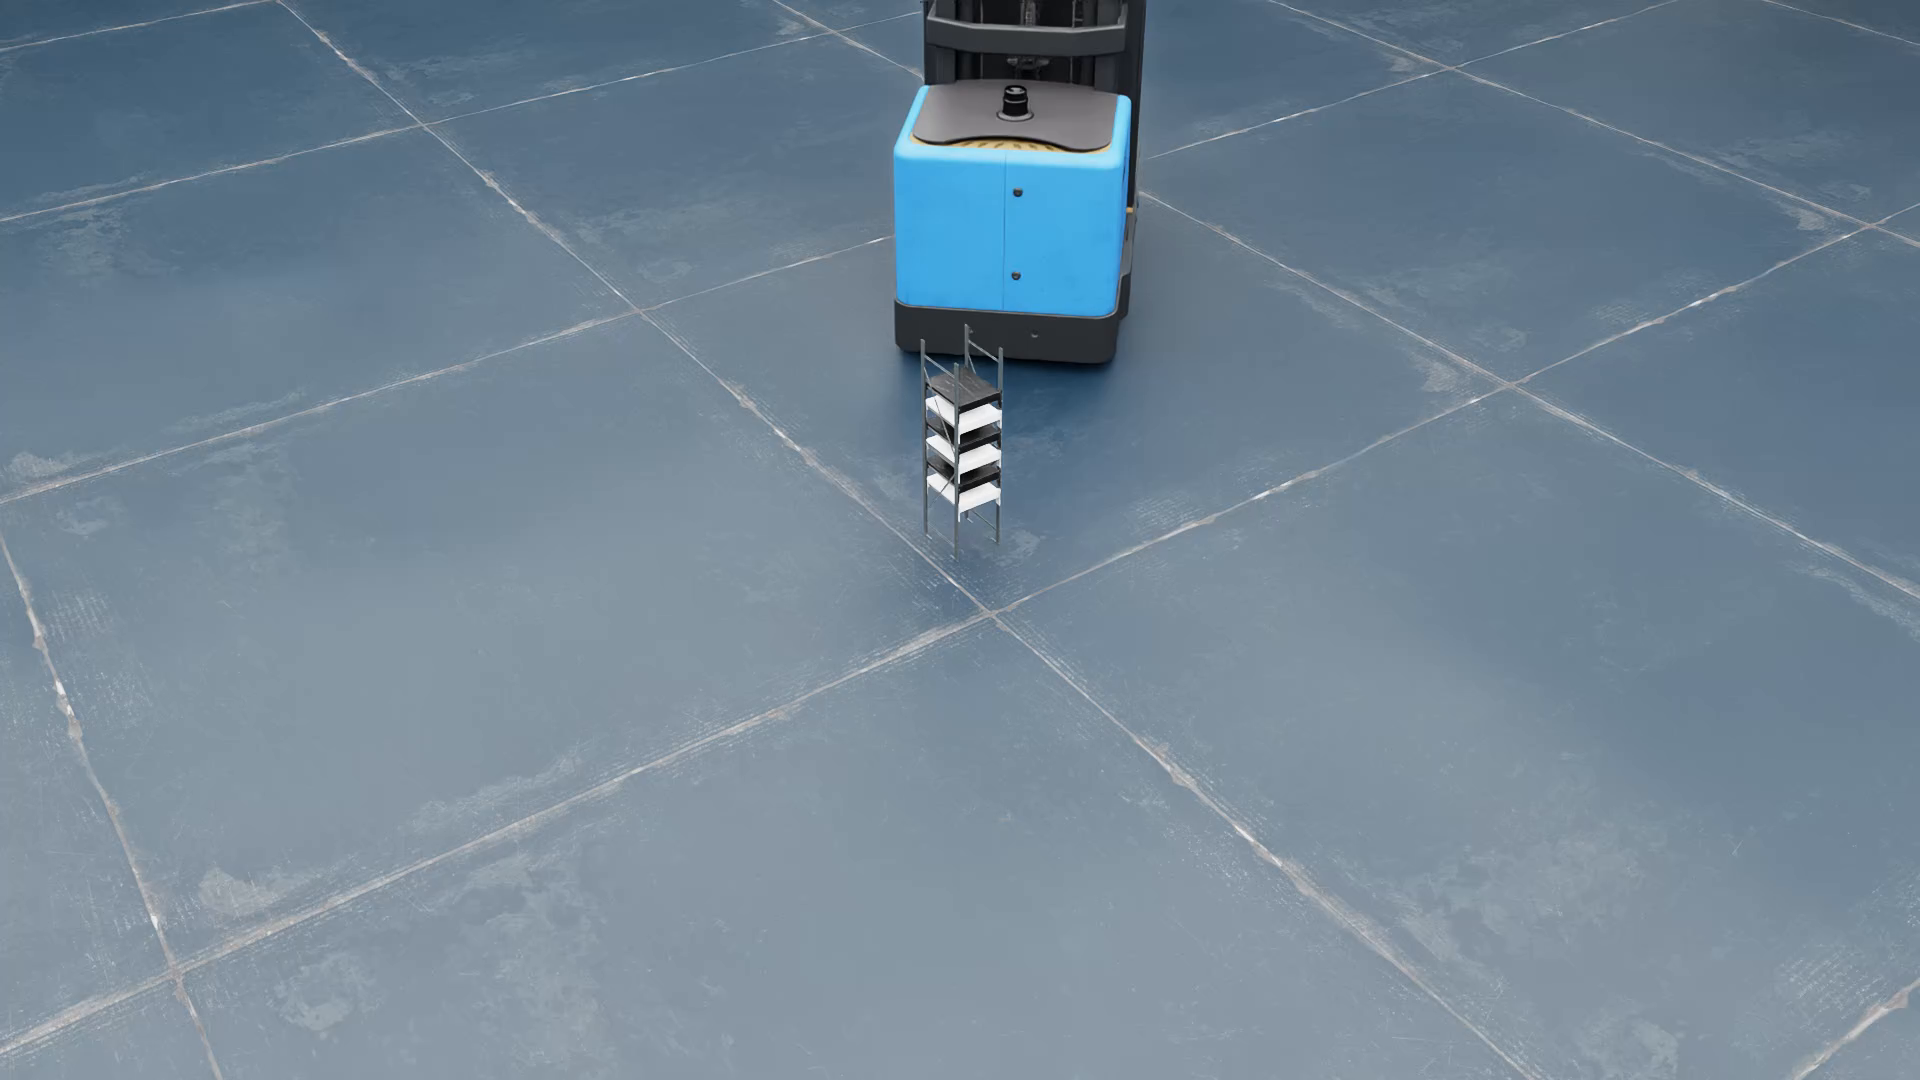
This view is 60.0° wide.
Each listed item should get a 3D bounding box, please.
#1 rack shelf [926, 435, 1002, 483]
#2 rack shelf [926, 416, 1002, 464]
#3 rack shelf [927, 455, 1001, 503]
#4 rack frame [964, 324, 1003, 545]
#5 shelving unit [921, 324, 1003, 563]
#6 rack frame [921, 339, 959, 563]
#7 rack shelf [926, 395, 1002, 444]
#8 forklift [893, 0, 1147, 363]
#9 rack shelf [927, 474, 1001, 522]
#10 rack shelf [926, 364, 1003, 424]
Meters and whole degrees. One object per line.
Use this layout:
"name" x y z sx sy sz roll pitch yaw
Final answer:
"rack shelf" 0.007 -0.341 6.510 0.200 0.077 0.258 -22 41 -28
"rack shelf" 0.007 -0.414 6.458 0.200 0.077 0.258 -22 41 -28
"rack shelf" 0.007 -0.268 6.563 0.200 0.077 0.258 -22 41 -28
"rack frame" 0.090 -0.402 6.539 0.006 0.900 0.240 -22 41 -28
"shelving unit" 0.007 -0.368 6.491 0.210 0.900 0.258 -22 41 -28
"rack frame" -0.076 -0.334 6.443 0.006 0.900 0.240 -22 41 -28
"rack shelf" 0.007 -0.487 6.405 0.200 0.077 0.258 -22 41 -28
"forklift" 0.397 -2.866 8.224 1.130 2.935 3.031 4 36 6
"rack shelf" 0.007 -0.195 6.616 0.200 0.077 0.258 -22 41 -28
"rack shelf" 0.007 -0.560 6.353 0.200 0.077 0.258 -22 41 -28
